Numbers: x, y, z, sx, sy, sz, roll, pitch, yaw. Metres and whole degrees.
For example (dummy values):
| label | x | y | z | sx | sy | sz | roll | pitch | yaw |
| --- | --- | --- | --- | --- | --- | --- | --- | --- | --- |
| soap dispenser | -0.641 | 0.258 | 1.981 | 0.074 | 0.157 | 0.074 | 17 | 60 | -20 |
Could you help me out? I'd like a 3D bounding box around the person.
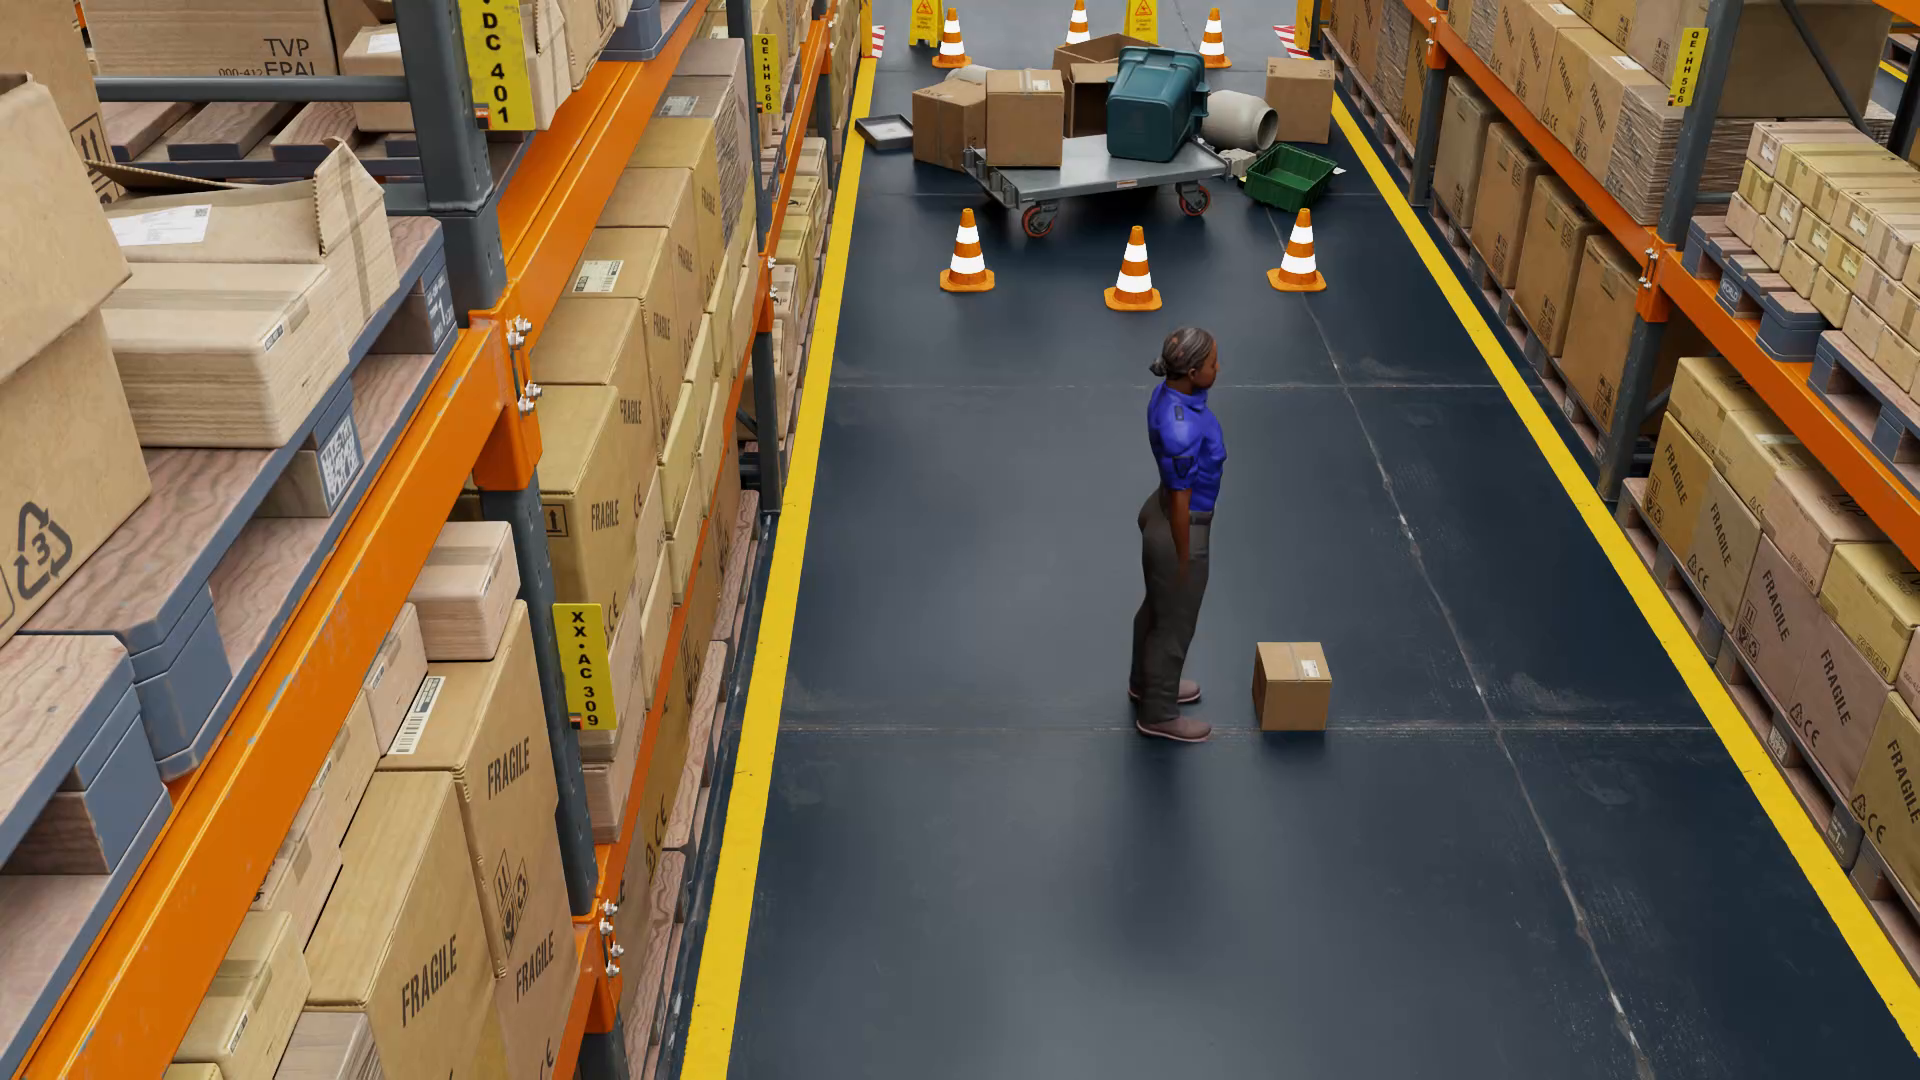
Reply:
| label | x | y | z | sx | sy | sz | roll | pitch | yaw |
| --- | --- | --- | --- | --- | --- | --- | --- | --- | --- |
| person | 0.823 | -0.025 | 6.186 | 0.324 | 1.673 | 0.438 | 0 | 32 | 1 |
